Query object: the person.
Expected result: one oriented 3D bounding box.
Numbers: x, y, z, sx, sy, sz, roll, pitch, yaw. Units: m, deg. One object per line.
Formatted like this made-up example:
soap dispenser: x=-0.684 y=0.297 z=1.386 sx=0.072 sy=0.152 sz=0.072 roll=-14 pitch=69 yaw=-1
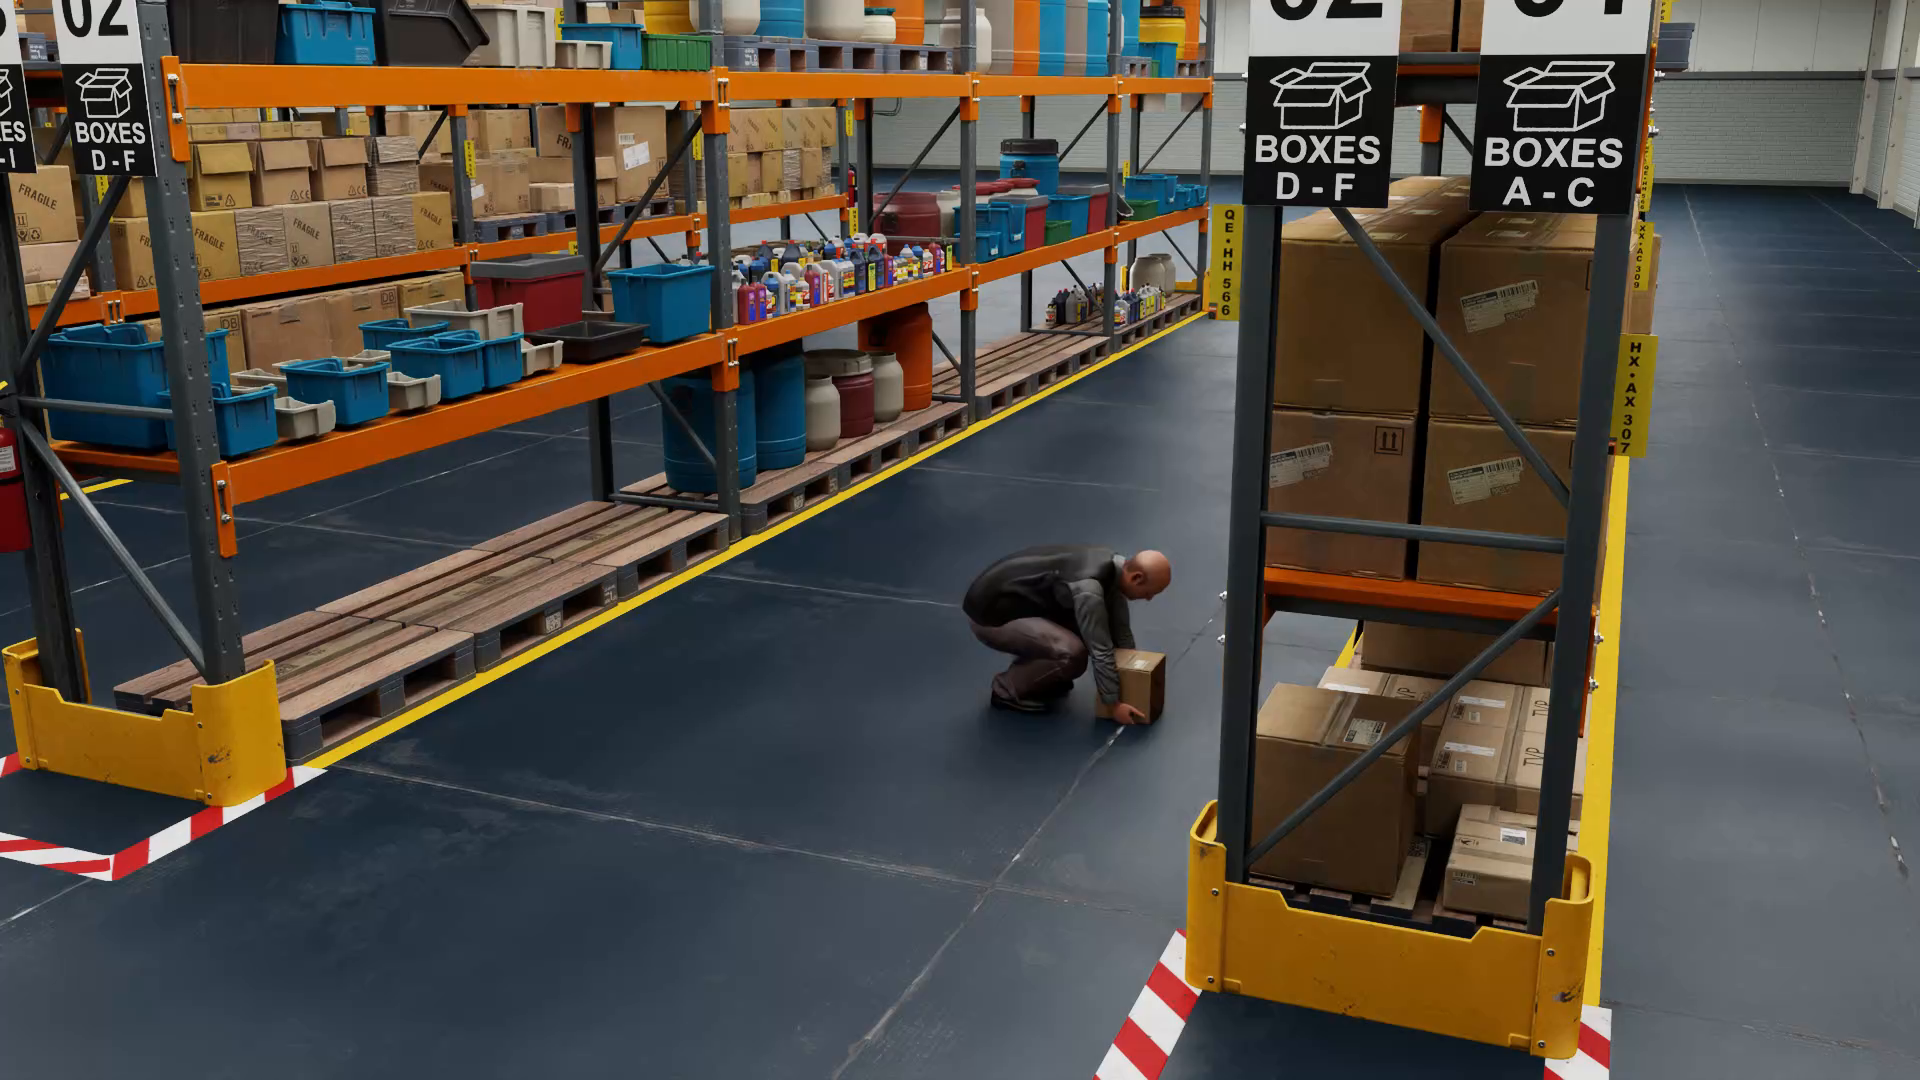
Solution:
person: x=0.485 y=0.413 z=7.524 sx=0.918 sy=0.823 sz=0.518 roll=6 pitch=16 yaw=20
